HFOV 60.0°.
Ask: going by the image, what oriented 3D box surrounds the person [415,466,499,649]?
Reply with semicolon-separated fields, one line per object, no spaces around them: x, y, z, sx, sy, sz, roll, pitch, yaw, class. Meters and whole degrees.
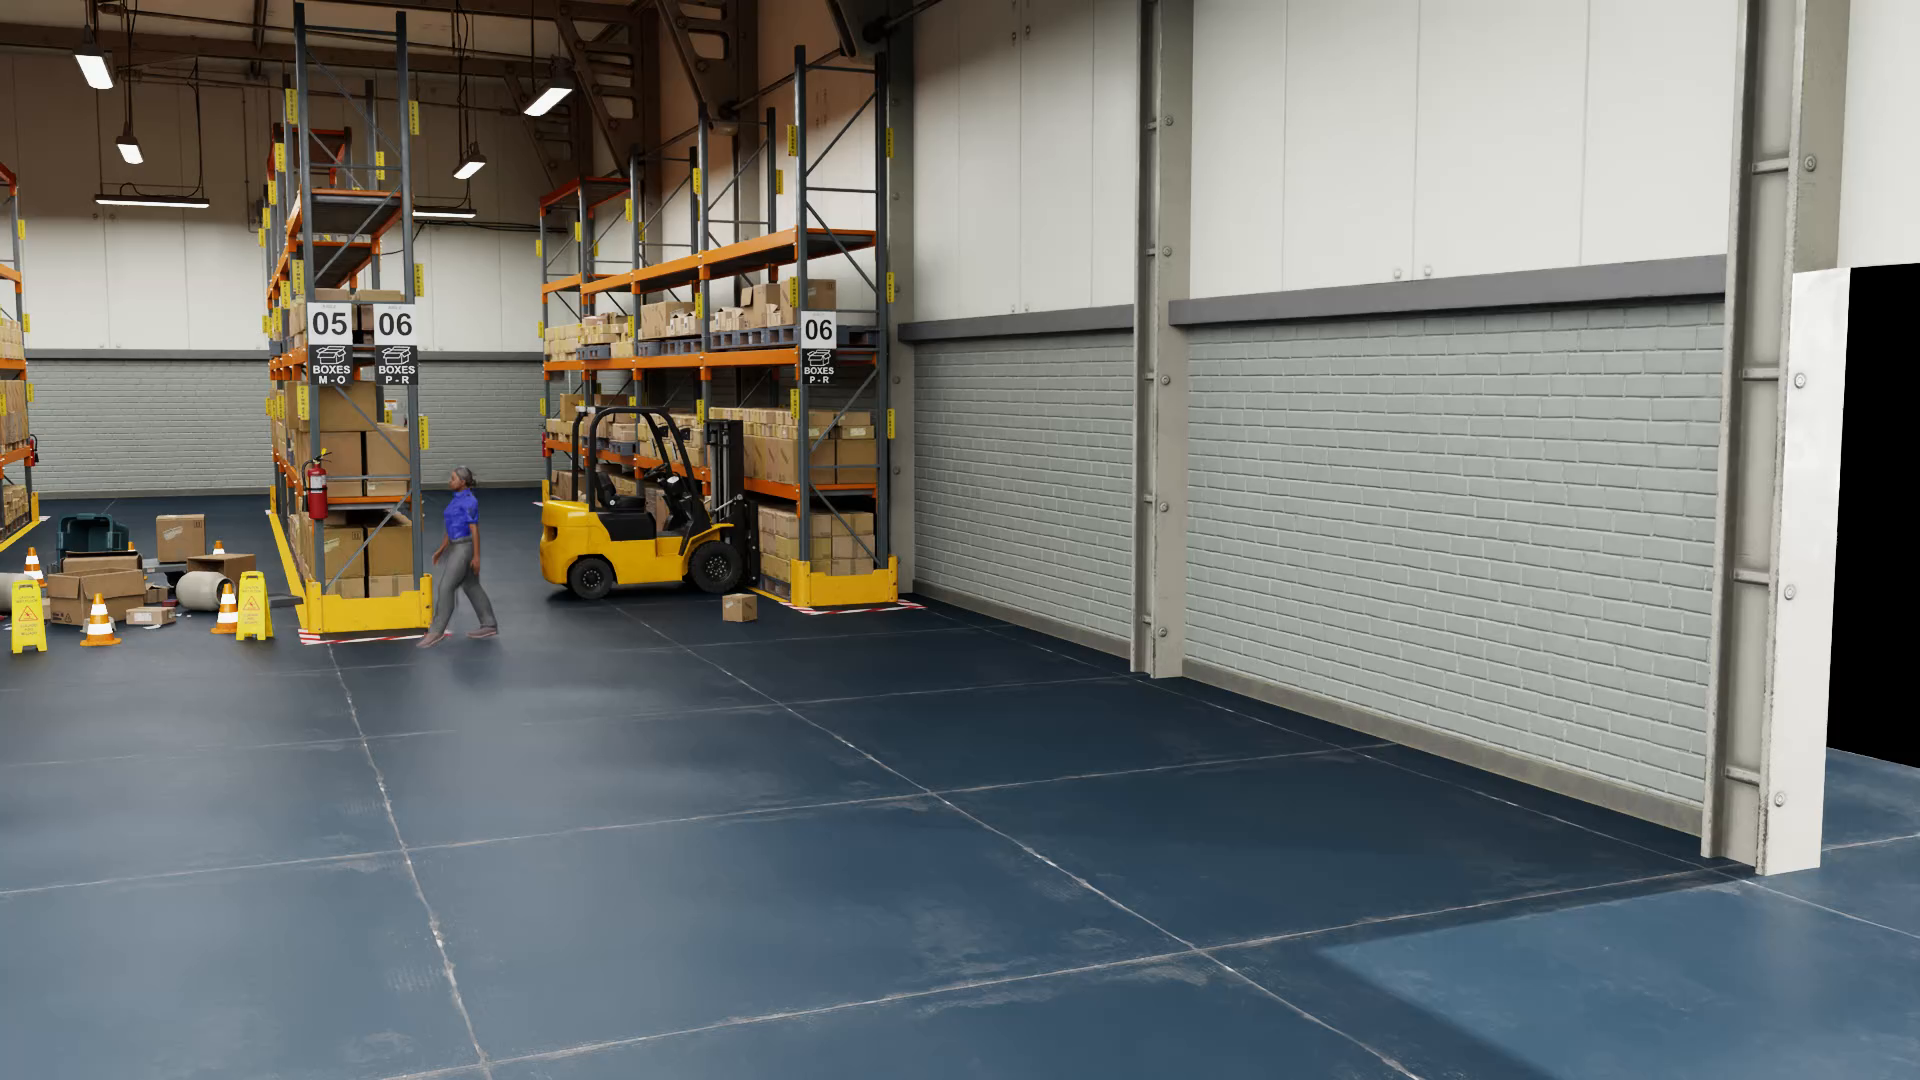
-4.730;0.148;15.542;0.792;1.671;0.486;-3;6;-27;person
